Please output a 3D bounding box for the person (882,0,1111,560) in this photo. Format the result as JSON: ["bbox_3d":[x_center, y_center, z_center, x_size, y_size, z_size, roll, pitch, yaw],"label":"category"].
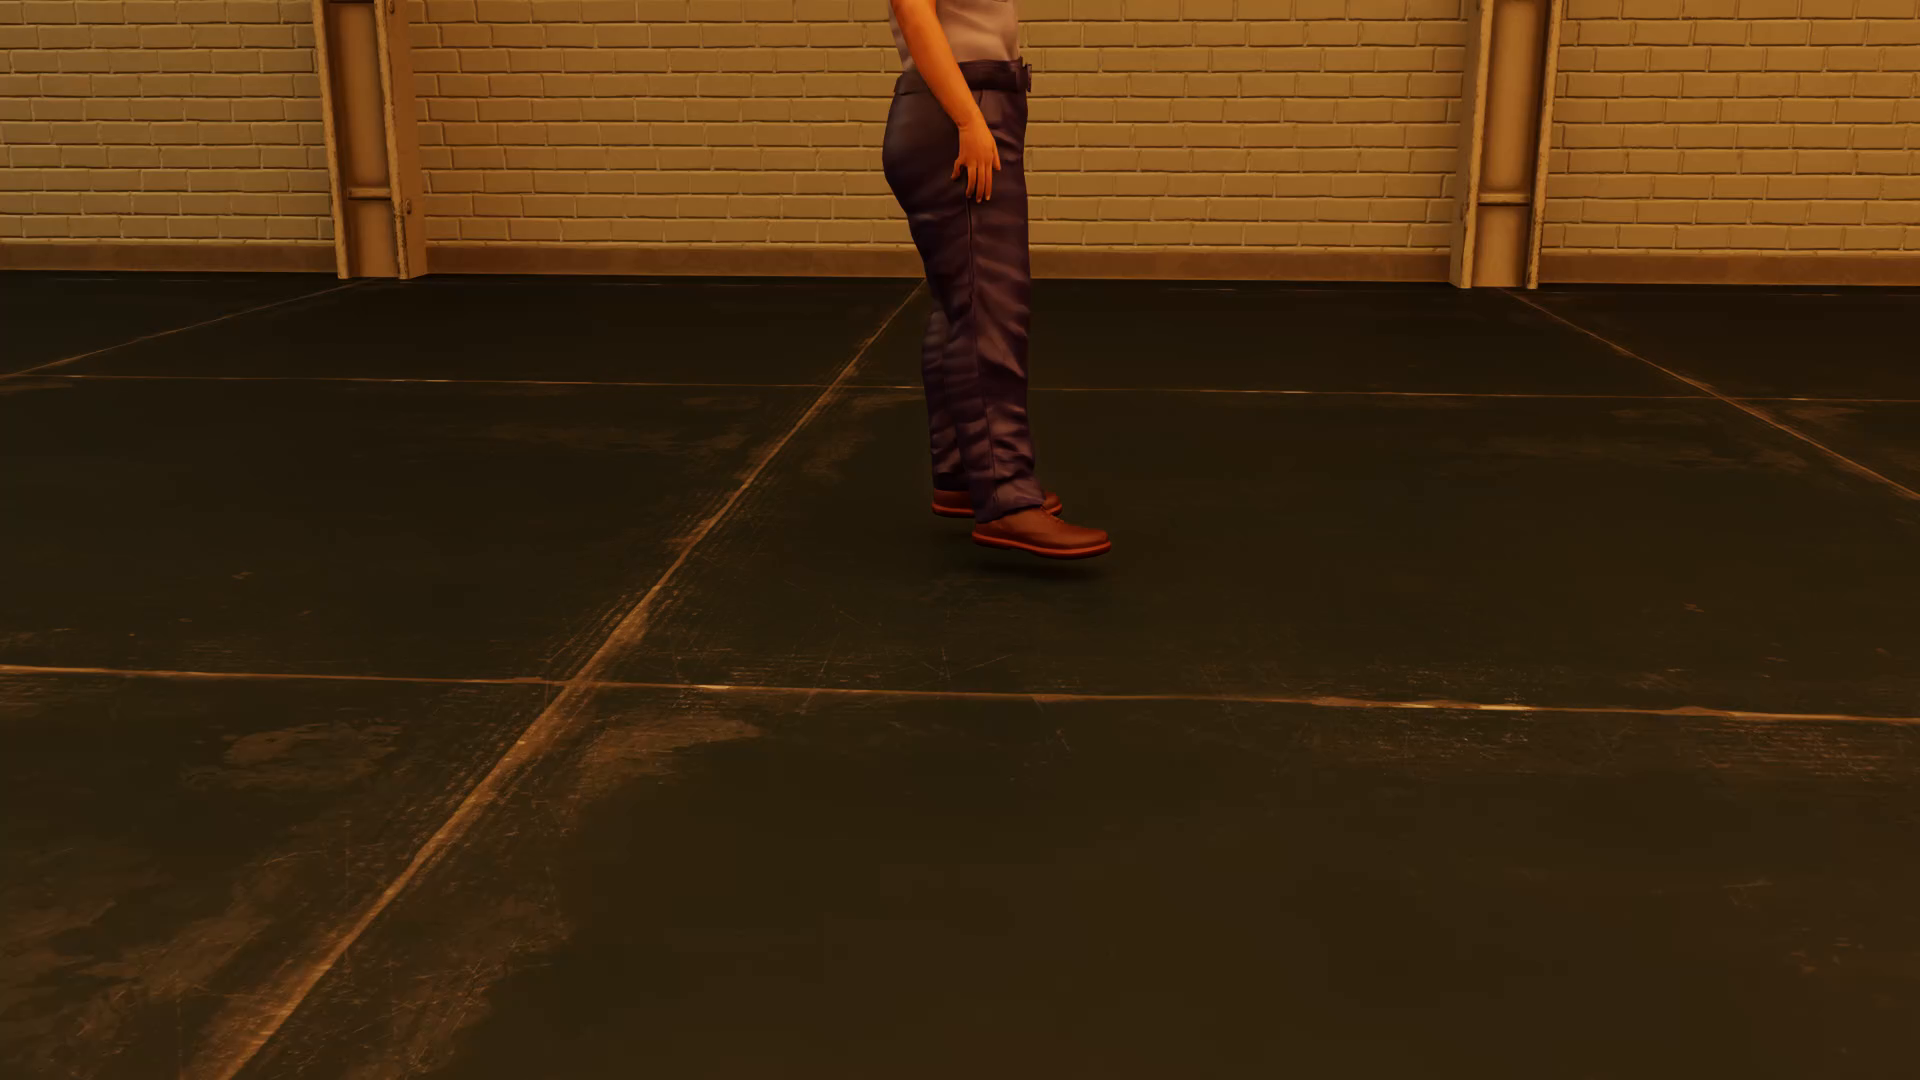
[{"bbox_3d":[0.088,-0.833,3.557,0.502,1.651,0.598,1,15,4],"label":"person"}]
